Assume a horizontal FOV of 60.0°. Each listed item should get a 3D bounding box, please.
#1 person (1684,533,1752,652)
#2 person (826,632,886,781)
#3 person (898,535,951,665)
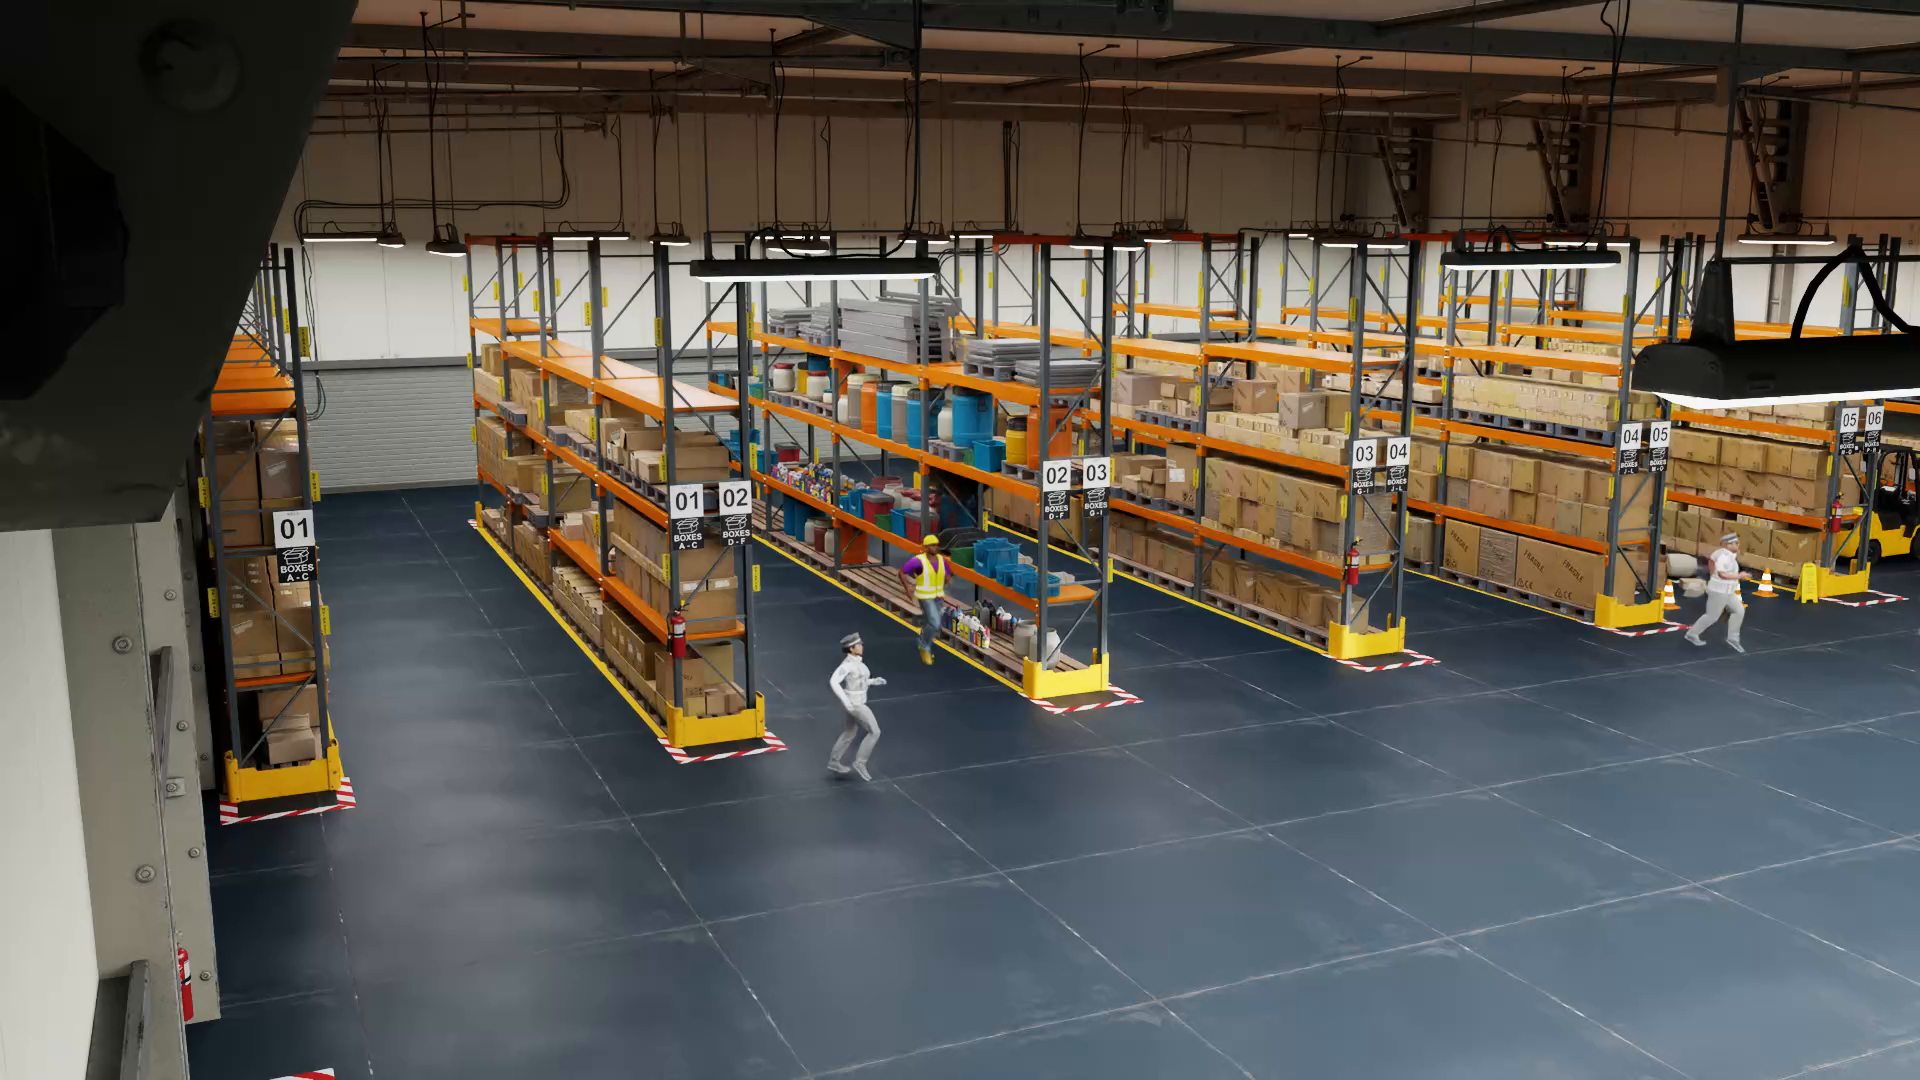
[{"bbox_3d":[11.225,0.778,24.582,0.845,1.833,0.681,7,13,33],"label":"person"},{"bbox_3d":[-1.183,1.894,18.945,0.697,1.729,0.577,0,11,-1],"label":"person"},{"bbox_3d":[-0.389,0.826,22.821,0.692,1.798,0.658,-10,15,-41],"label":"person"}]
